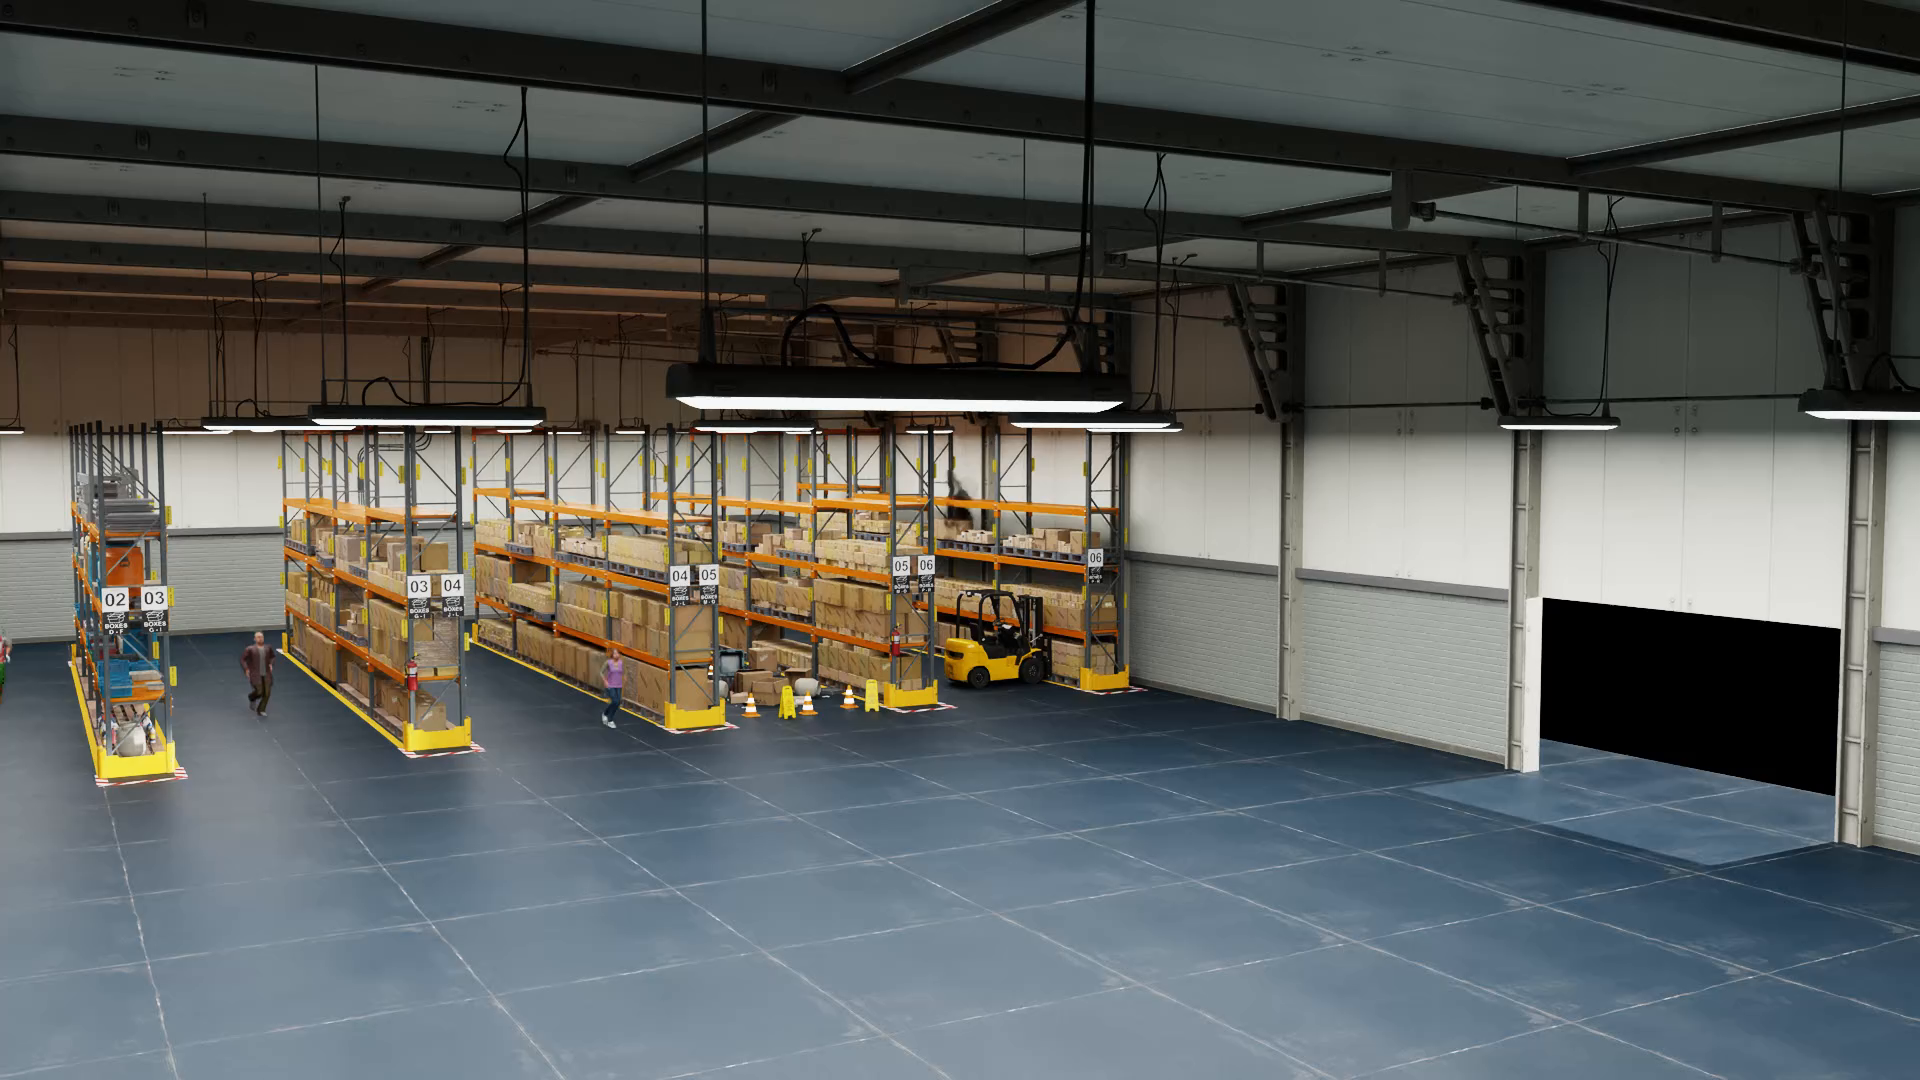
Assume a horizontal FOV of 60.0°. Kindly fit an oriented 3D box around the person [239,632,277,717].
[{"bbox_3d":[-14.354,2.756,34.095,0.710,1.732,0.637,-3,5,-43],"label":"person"}]

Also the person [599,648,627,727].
[{"bbox_3d":[-6.793,2.918,32.785,0.522,1.564,0.539,-3,4,-37],"label":"person"}]

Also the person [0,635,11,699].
[{"bbox_3d":[-20.693,2.649,35.649,0.667,1.749,0.745,-3,5,-39],"label":"person"}]
